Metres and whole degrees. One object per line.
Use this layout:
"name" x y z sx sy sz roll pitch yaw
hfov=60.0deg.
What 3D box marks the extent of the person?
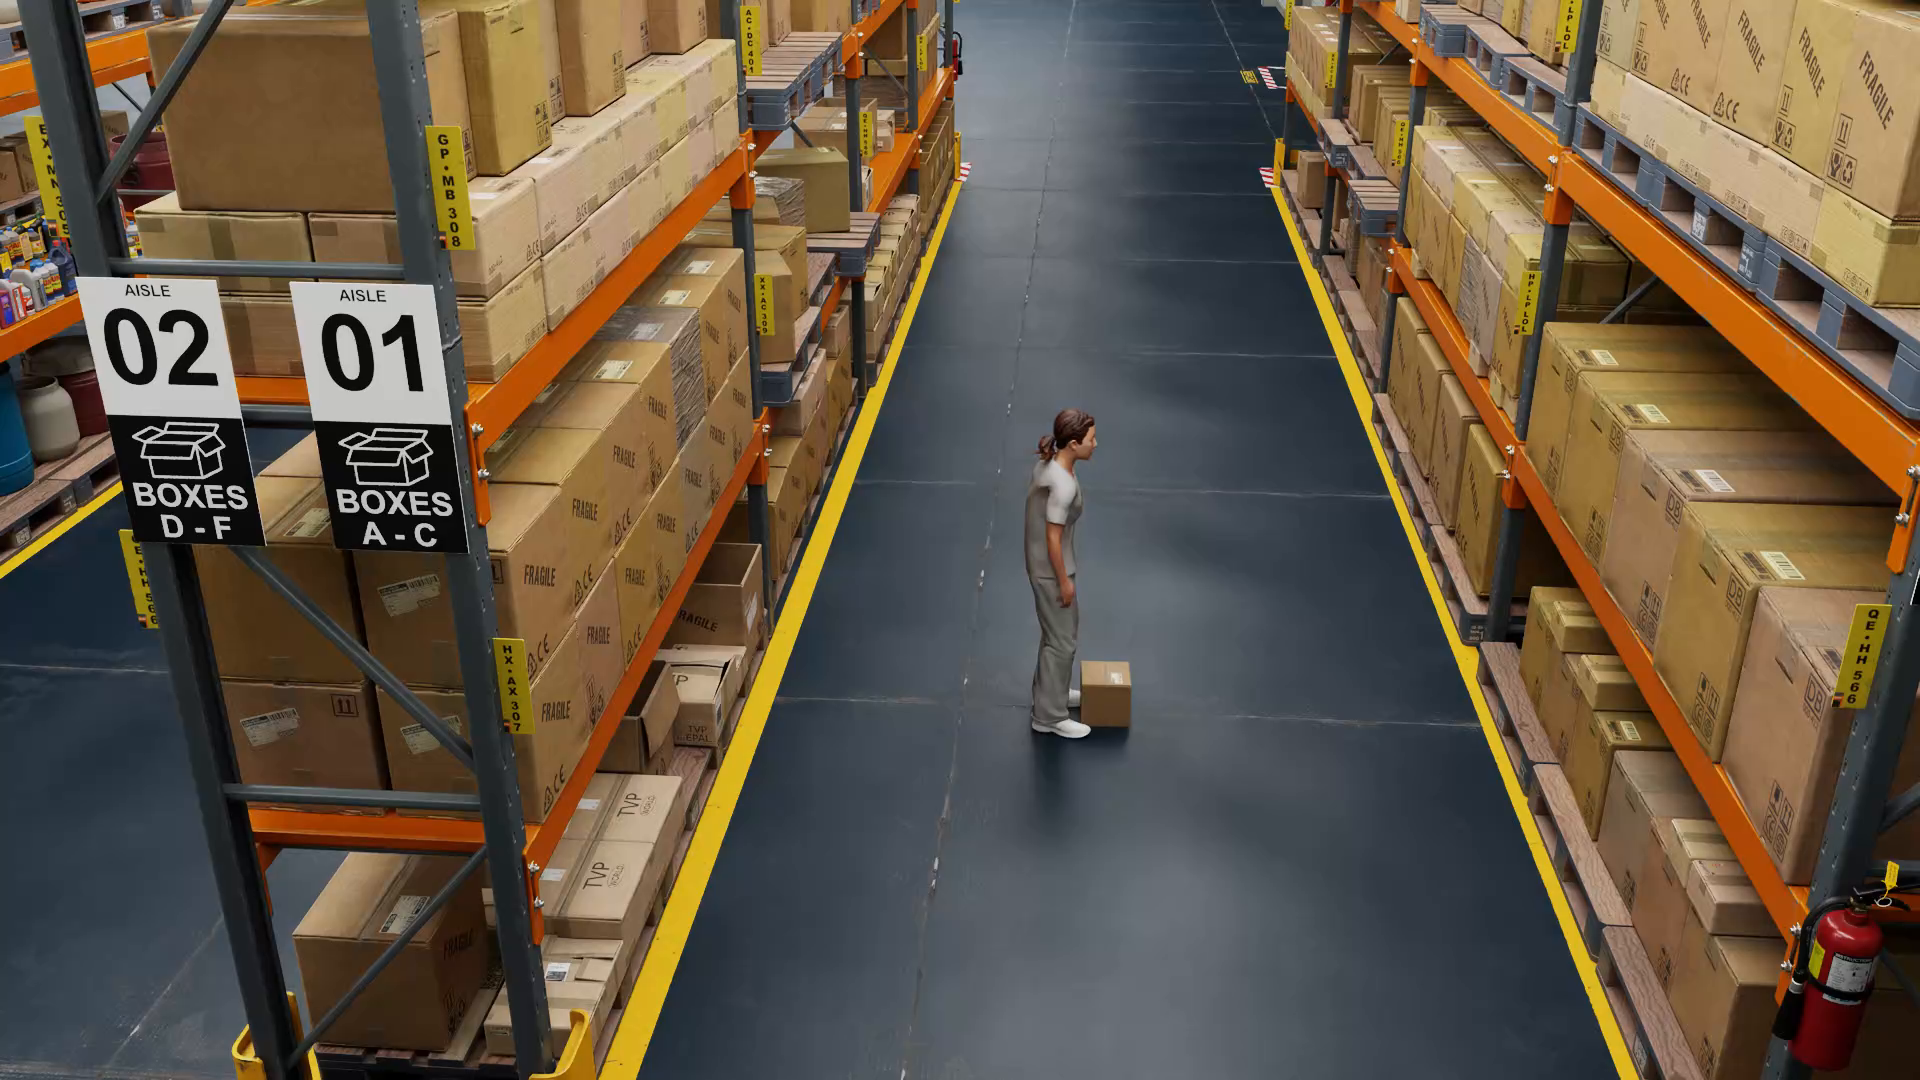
"person" 0.500 0.146 8.290 0.365 1.671 0.504 1 25 1
